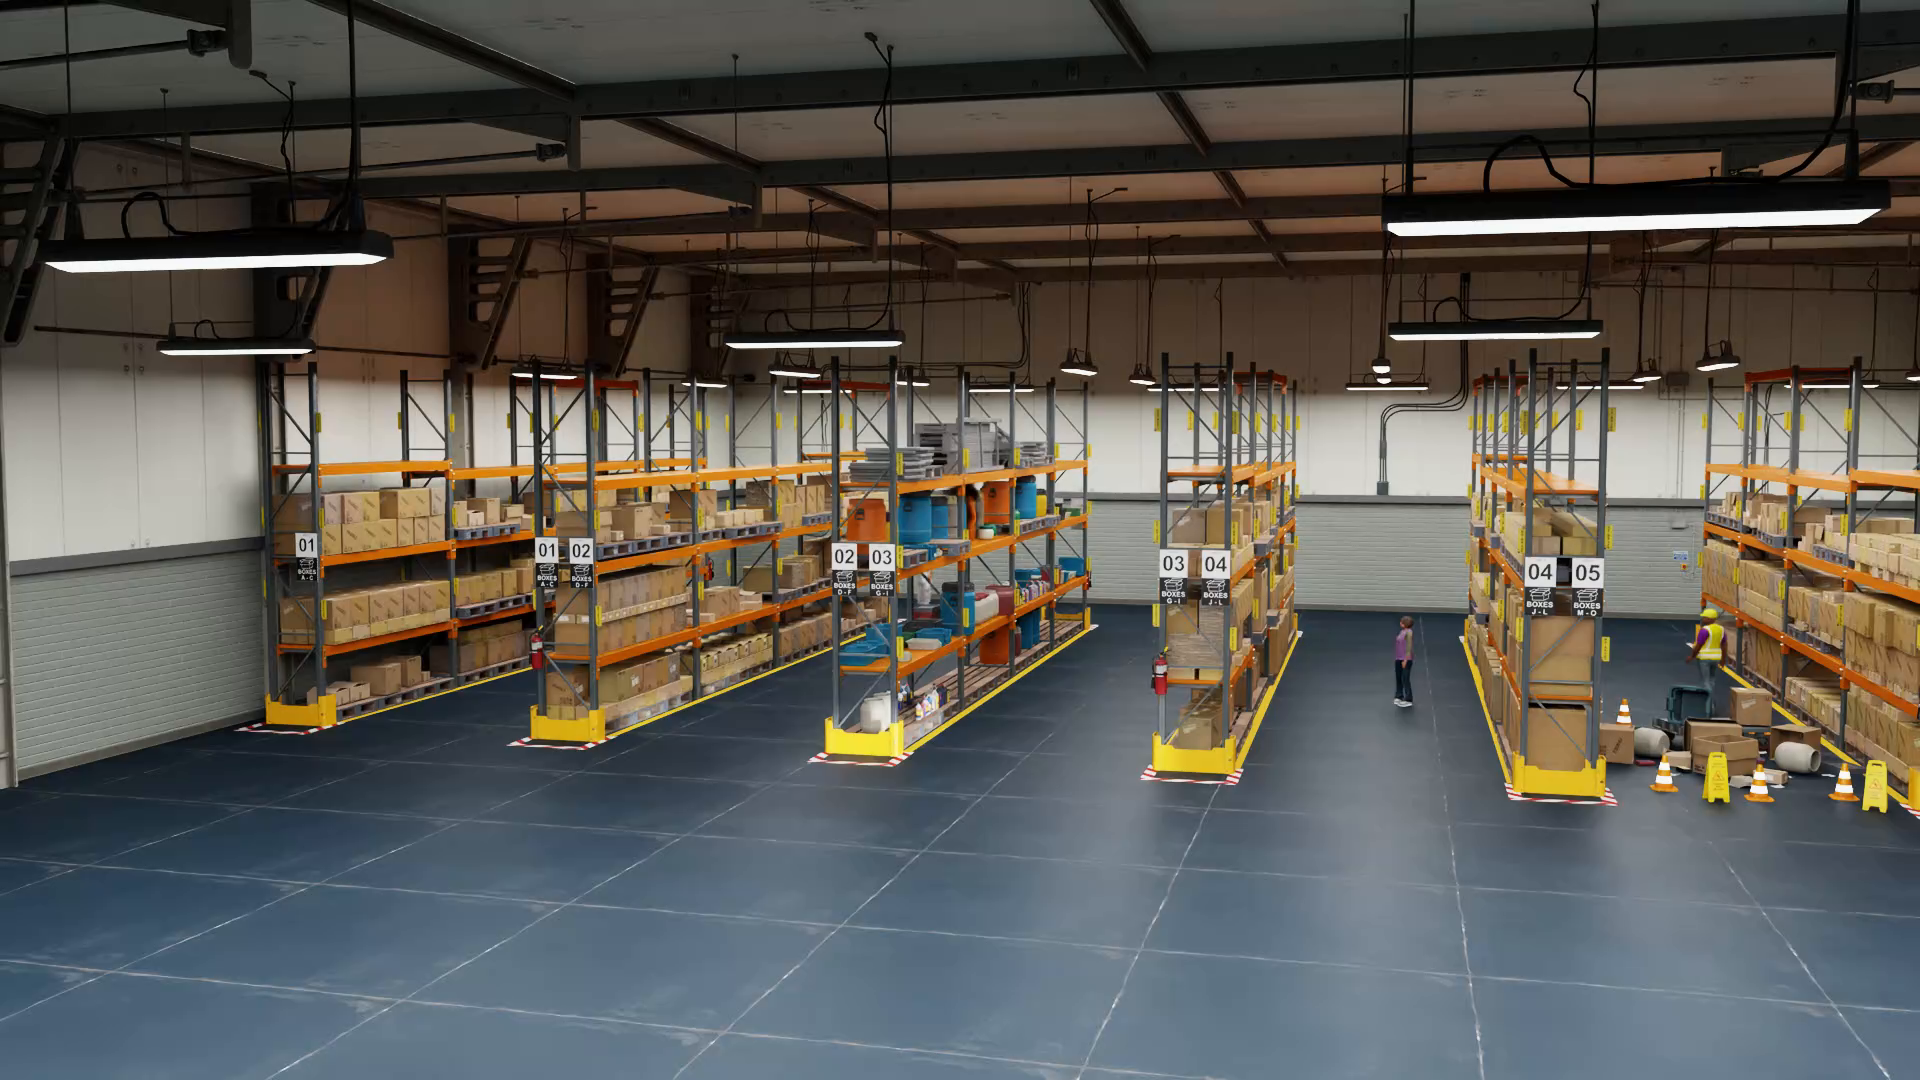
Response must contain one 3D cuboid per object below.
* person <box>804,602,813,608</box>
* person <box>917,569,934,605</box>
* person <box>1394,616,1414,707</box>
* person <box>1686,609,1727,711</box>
[{"bbox_3d":[-3.790,1.171,41.841,0.453,1.758,0.605,1,4,14],"label":"person"},{"bbox_3d":[-0.929,1.147,42.333,0.413,1.824,0.615,-3,5,-35],"label":"person"},{"bbox_3d":[7.857,2.142,29.491,0.361,1.606,0.468,-2,4,-24],"label":"person"},{"bbox_3d":[12.984,2.089,28.878,0.650,1.799,0.692,0,4,3],"label":"person"}]
